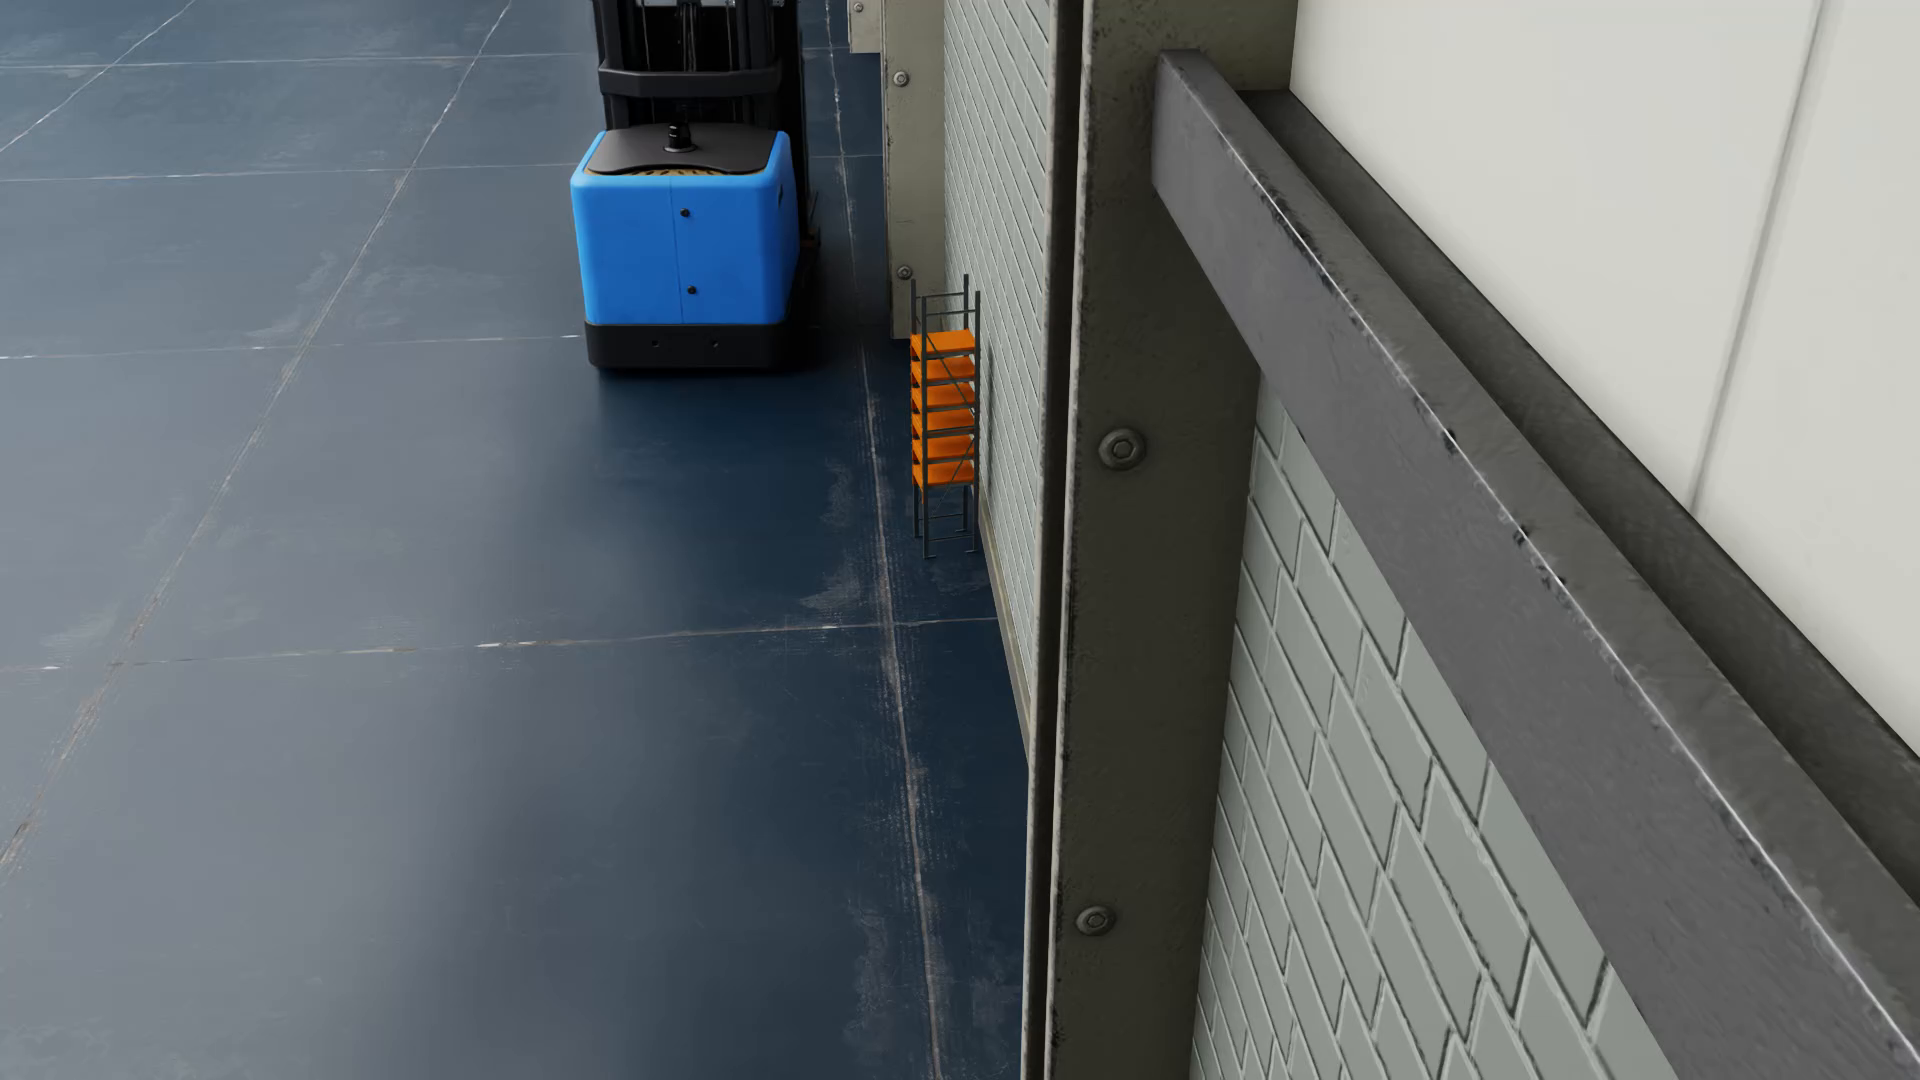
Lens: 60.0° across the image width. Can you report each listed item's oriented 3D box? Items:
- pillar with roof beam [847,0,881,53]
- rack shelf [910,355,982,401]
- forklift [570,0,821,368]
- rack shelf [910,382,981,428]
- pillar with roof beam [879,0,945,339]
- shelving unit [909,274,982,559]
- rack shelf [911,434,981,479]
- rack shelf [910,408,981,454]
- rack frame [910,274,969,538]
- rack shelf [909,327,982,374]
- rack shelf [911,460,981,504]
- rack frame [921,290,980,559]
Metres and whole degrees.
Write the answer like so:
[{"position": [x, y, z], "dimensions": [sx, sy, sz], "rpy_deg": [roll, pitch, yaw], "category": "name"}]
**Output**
[{"position": [-5.089, -7.930, 11.750], "dimensions": [9.100, 9.000, 0.400], "rpy_deg": [-3, 31, -5], "category": "pillar with roof beam"}, {"position": [-0.060, -0.666, 6.812], "dimensions": [0.258, 0.103, 0.180], "rpy_deg": [-7, 32, -12], "category": "rack shelf"}, {"position": [-1.411, -2.863, 9.185], "dimensions": [1.130, 2.935, 3.031], "rpy_deg": [0, 31, 0], "category": "forklift"}, {"position": [-0.060, -0.563, 6.874], "dimensions": [0.258, 0.103, 0.180], "rpy_deg": [-7, 32, -12], "category": "rack shelf"}, {"position": [-4.529, -4.866, 6.622], "dimensions": [9.100, 9.000, 0.400], "rpy_deg": [-3, 31, -5], "category": "pillar with roof beam"}, {"position": [-0.060, -0.498, 6.912], "dimensions": [0.258, 1.200, 0.189], "rpy_deg": [-7, 32, -12], "category": "shelving unit"}, {"position": [-0.061, -0.356, 6.996], "dimensions": [0.258, 0.103, 0.180], "rpy_deg": [-7, 32, -12], "category": "rack shelf"}, {"position": [-0.060, -0.460, 6.935], "dimensions": [0.258, 0.103, 0.180], "rpy_deg": [-7, 32, -12], "category": "rack shelf"}, {"position": [-0.083, -0.543, 6.988], "dimensions": [0.240, 1.200, 0.006], "rpy_deg": [-7, 32, -12], "category": "rack frame"}, {"position": [-0.060, -0.769, 6.751], "dimensions": [0.258, 0.103, 0.180], "rpy_deg": [-7, 32, -12], "category": "rack shelf"}, {"position": [-0.061, -0.253, 7.057], "dimensions": [0.258, 0.103, 0.180], "rpy_deg": [-7, 32, -12], "category": "rack shelf"}, {"position": [-0.037, -0.453, 6.836], "dimensions": [0.240, 1.200, 0.006], "rpy_deg": [-7, 32, -12], "category": "rack frame"}]
